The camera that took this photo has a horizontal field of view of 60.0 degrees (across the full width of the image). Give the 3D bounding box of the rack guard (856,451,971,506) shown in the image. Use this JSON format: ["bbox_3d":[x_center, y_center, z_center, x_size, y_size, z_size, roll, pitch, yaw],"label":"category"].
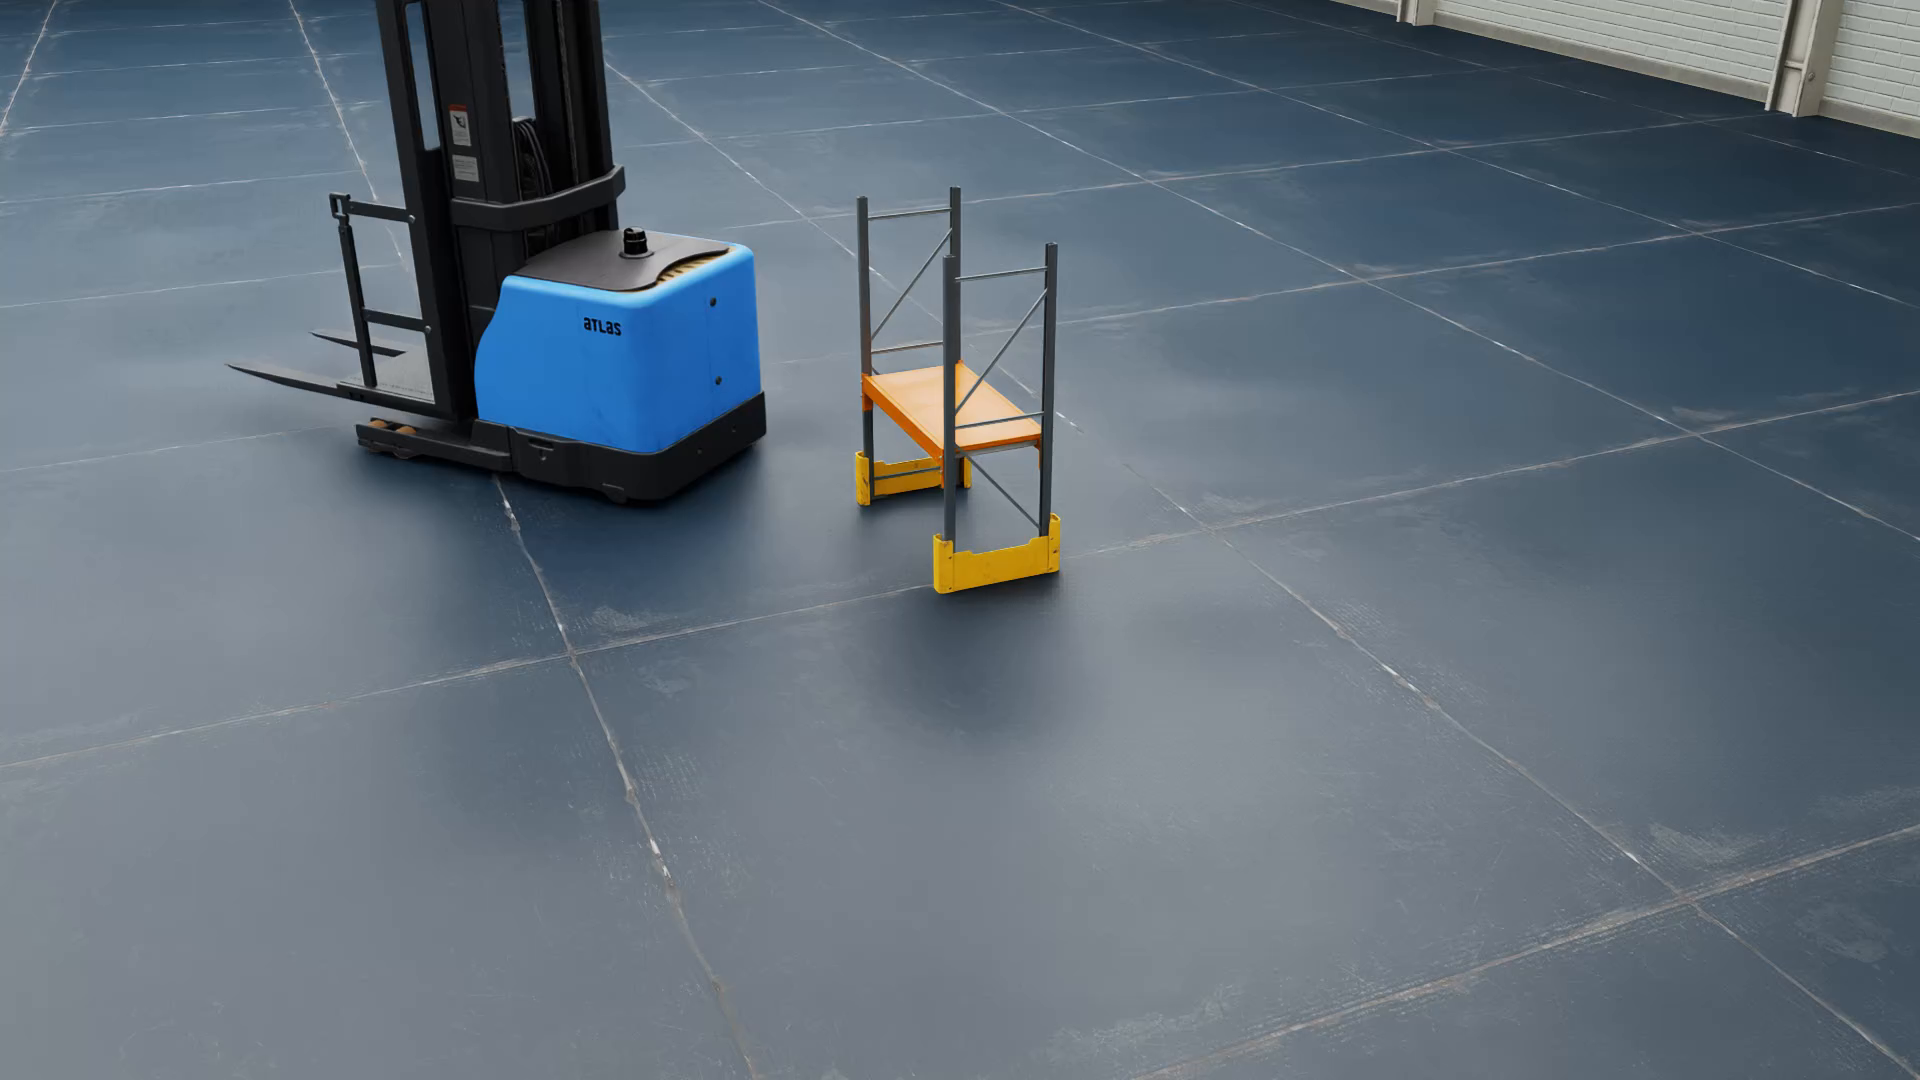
[{"bbox_3d":[-0.225,-0.344,8.170,0.587,0.250,0.087,-11,28,-21],"label":"rack guard"}]

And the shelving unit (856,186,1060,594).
[{"bbox_3d":[-0.030,-0.705,7.484,0.587,1.500,1.083,-11,28,-21],"label":"shelving unit"}]

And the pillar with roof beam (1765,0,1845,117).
[{"bbox_3d":[4.238,-7.524,12.903,9.100,9.000,0.400,-11,28,-21],"label":"pillar with roof beam"}]

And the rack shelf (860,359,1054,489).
[{"bbox_3d":[-0.033,-0.547,7.570,0.538,0.185,1.000,-11,28,-21],"label":"rack shelf"}]

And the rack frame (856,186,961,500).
[{"bbox_3d":[-0.232,-0.914,7.912,0.500,1.500,0.032,-11,28,-21],"label":"rack frame"}]

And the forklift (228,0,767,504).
[{"bbox_3d":[-2.570,-1.928,8.357,3.031,2.935,1.130,12,29,24],"label":"forklift"}]

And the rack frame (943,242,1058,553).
[{"bbox_3d":[0.166,-0.503,7.071,0.500,1.500,0.032,-11,28,-21],"label":"rack frame"}]

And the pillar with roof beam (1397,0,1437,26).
[{"bbox_3d":[1.888,-9.946,17.864,9.100,9.000,0.400,-11,28,-21],"label":"pillar with roof beam"}]

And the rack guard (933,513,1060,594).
[{"bbox_3d":[0.165,0.058,7.346,0.587,0.250,0.087,-11,28,-21],"label":"rack guard"}]
